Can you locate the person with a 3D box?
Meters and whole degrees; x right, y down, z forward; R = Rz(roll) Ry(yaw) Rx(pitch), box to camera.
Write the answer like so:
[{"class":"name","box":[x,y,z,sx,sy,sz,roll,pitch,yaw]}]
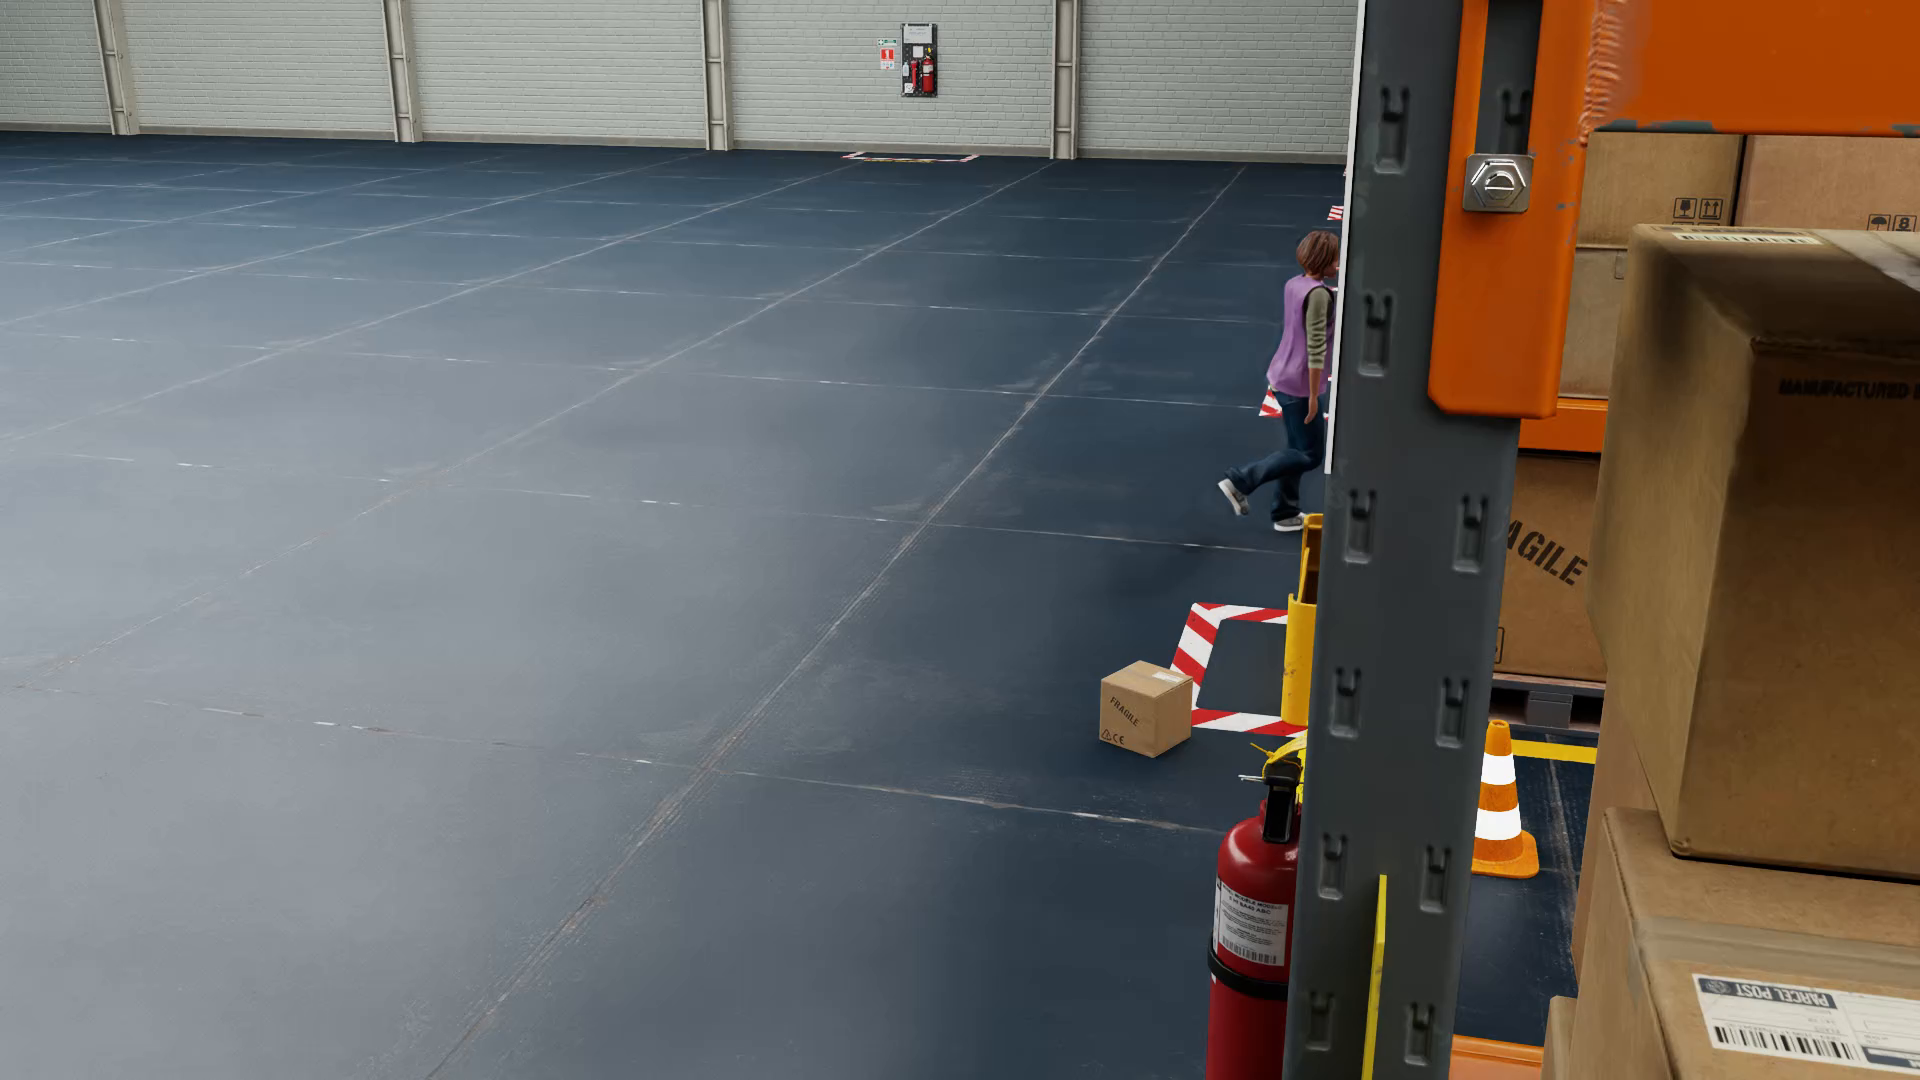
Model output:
[{"class":"person","box":[1.613,-0.756,8.303,0.608,1.574,0.489,-1,19,-3]}]
